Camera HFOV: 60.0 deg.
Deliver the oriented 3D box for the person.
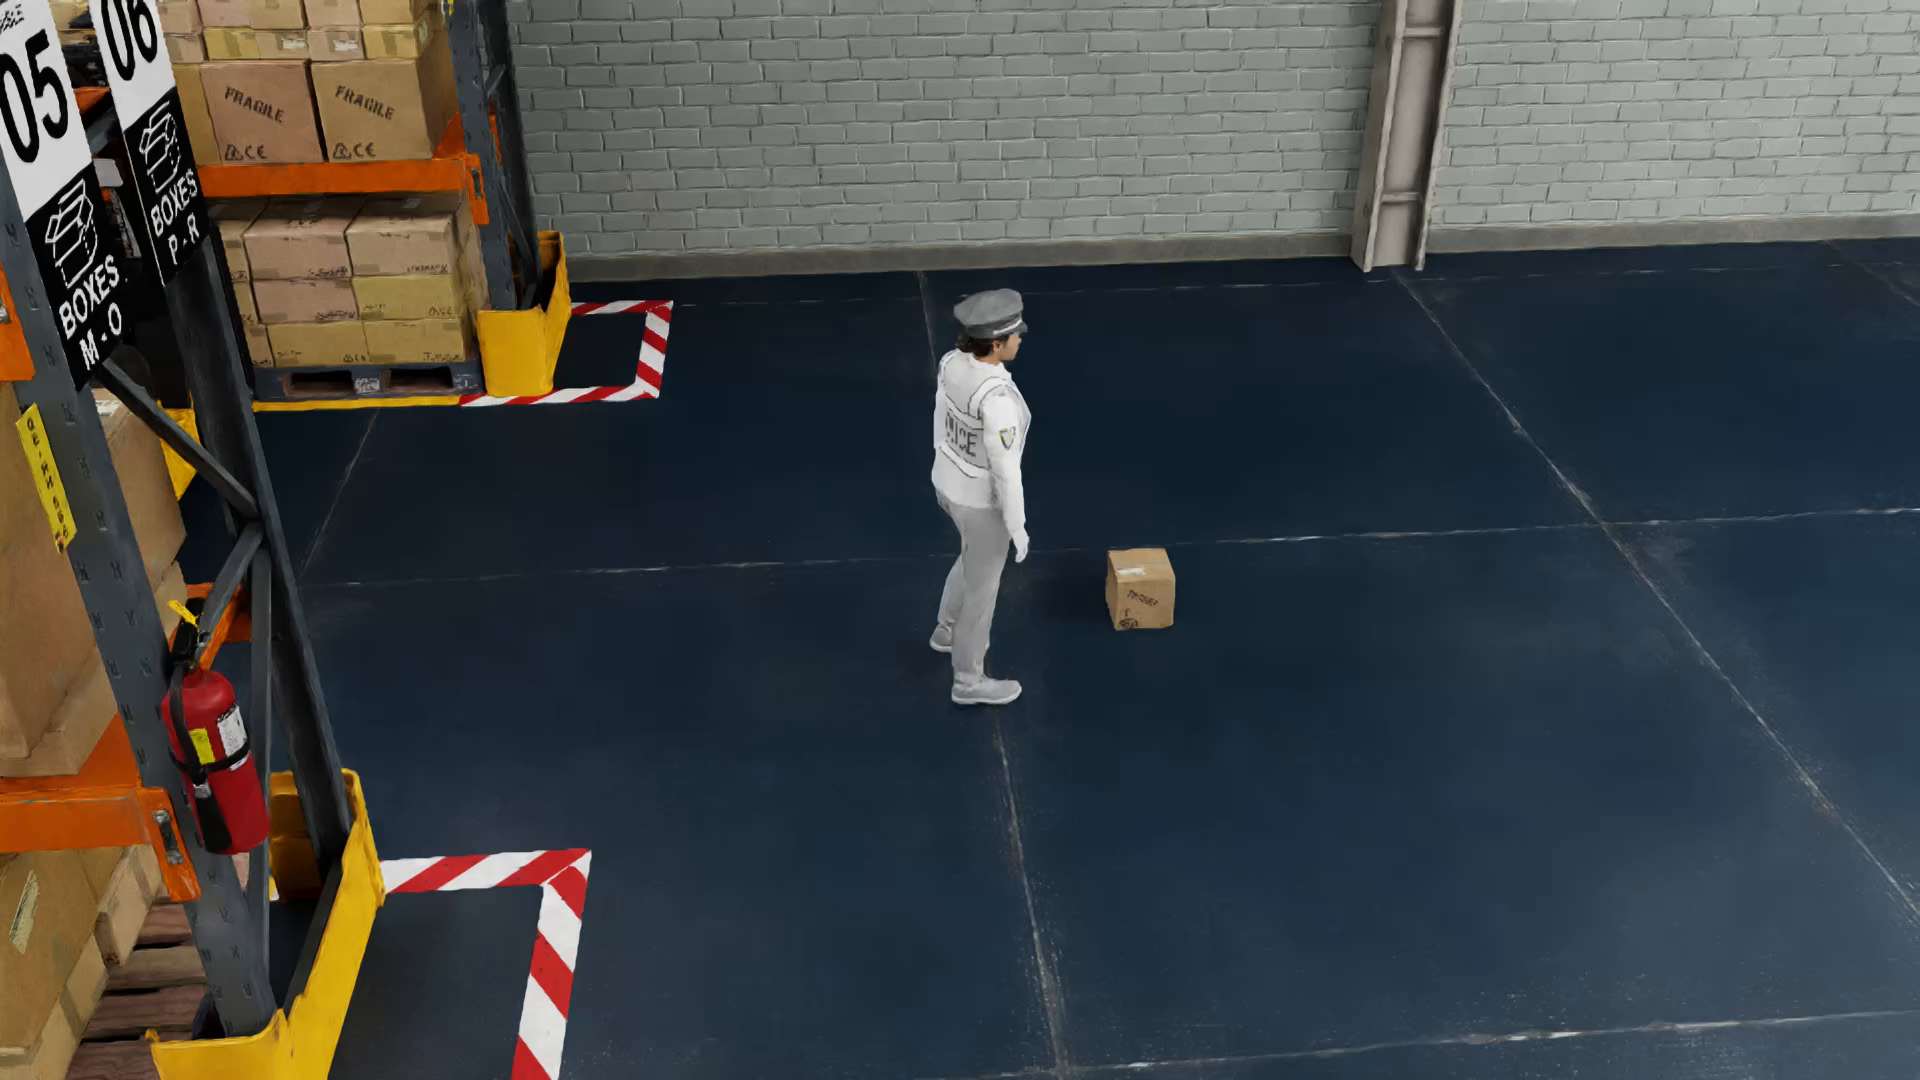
[{"bbox_3d":[0.072,-0.155,6.337,0.347,1.680,0.562,-16,35,-24],"label":"person"}]
